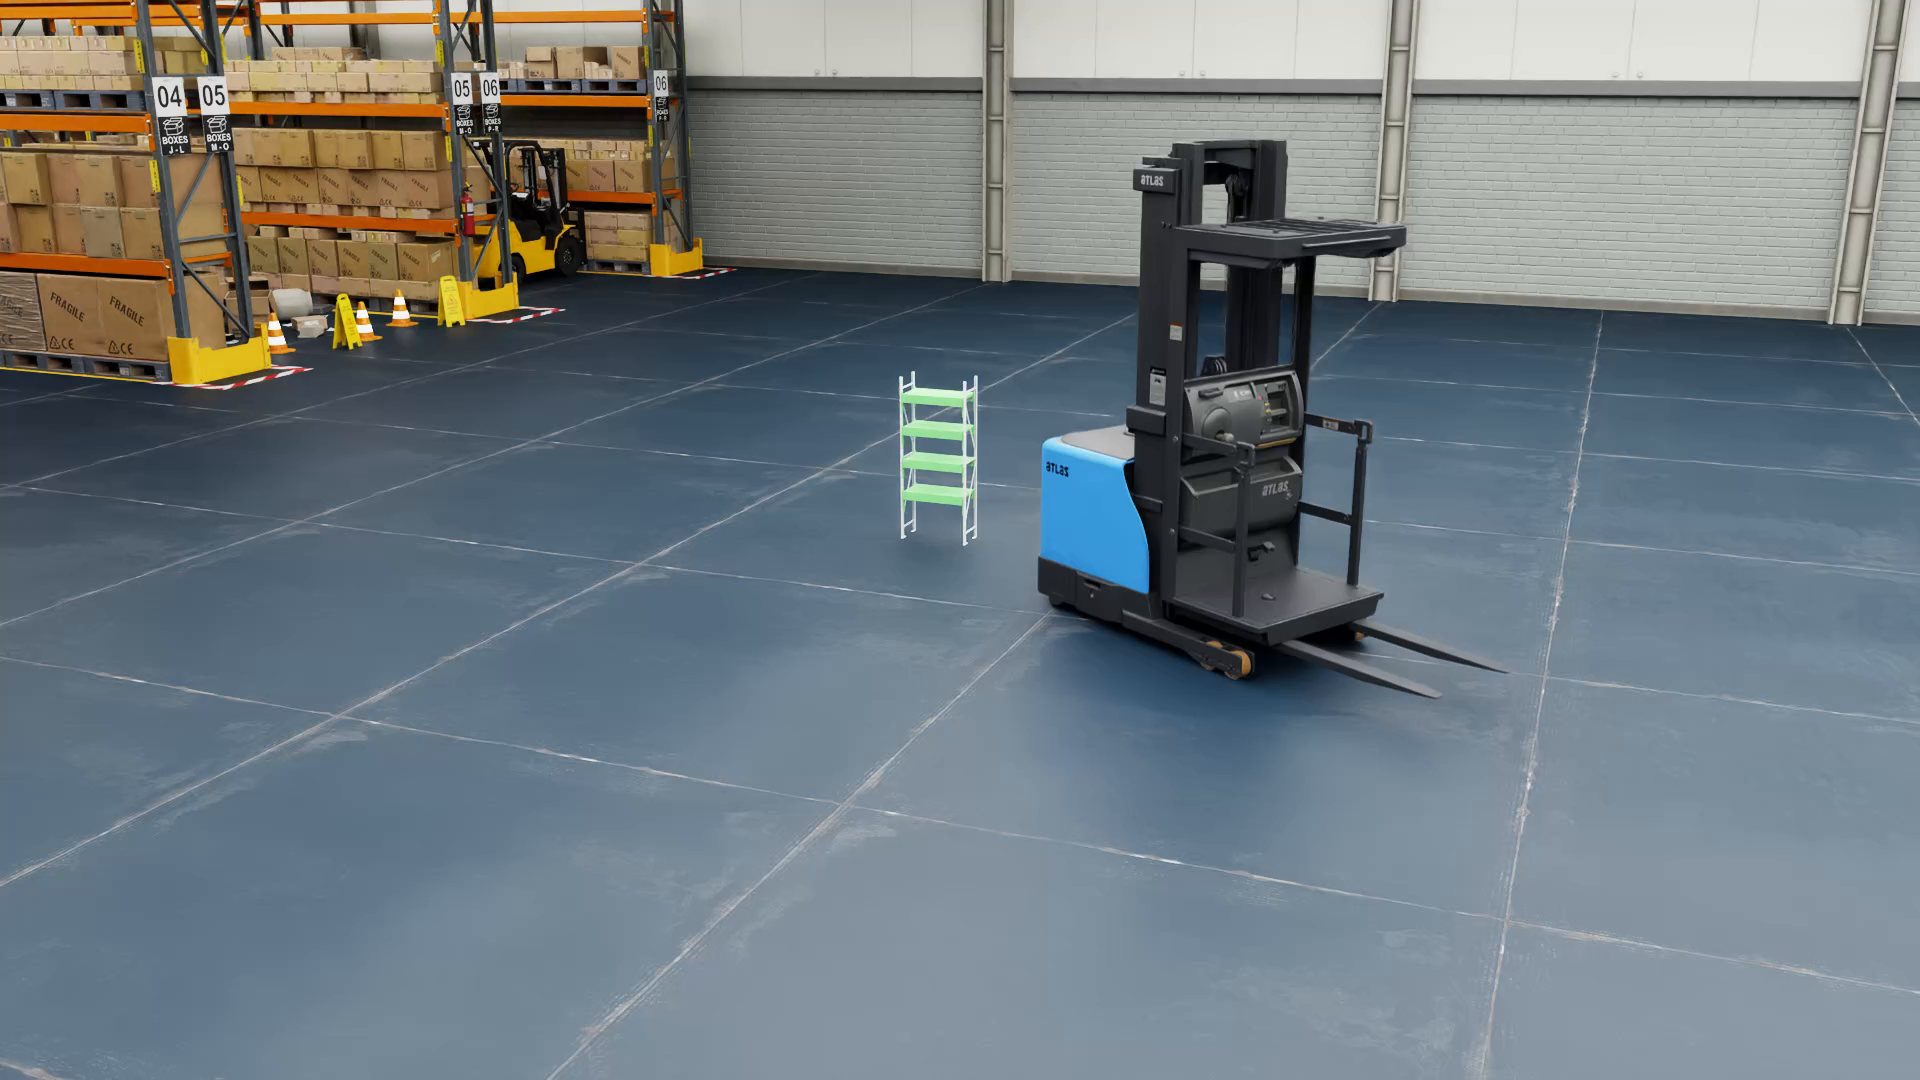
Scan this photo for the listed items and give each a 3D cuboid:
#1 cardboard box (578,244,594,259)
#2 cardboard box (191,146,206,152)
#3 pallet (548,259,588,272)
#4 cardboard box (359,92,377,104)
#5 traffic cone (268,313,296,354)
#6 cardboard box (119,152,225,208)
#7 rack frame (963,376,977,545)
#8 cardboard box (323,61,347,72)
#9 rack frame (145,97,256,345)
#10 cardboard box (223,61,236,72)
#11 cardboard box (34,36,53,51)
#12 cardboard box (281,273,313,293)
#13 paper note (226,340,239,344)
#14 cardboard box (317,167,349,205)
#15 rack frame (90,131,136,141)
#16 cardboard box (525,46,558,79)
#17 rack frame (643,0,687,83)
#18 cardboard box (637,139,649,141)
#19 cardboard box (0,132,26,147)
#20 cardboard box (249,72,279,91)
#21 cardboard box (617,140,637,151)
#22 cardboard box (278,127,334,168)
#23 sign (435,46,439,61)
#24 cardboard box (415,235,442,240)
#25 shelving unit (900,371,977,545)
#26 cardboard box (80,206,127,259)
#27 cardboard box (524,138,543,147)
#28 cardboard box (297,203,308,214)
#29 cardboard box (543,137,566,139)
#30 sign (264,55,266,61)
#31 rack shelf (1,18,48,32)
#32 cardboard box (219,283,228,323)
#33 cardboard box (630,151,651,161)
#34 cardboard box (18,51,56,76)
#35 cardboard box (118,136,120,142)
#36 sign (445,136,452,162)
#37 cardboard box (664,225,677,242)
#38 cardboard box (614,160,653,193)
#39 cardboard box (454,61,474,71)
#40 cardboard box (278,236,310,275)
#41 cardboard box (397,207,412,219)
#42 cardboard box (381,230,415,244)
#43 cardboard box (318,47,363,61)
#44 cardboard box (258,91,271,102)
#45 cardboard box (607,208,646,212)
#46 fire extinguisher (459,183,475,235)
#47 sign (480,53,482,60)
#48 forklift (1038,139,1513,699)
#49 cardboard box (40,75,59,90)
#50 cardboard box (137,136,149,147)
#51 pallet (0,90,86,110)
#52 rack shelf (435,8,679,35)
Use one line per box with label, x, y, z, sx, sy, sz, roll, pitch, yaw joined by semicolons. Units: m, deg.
cardboard box;-6.153;-4.817;27.563;0.500;0.250;0.500;6;17;21
cardboard box;-10.732;-5.364;23.805;0.500;0.500;0.500;6;17;20
pallet;-6.537;-4.716;28.039;1.213;0.211;1.003;6;17;21
cardboard box;-7.870;-5.968;22.421;0.250;0.149;0.380;6;17;20
traffic cone;-8.192;-2.485;19.903;0.334;0.463;0.336;6;17;21
cardboard box;-8.550;-3.919;18.087;0.550;0.550;0.875;6;17;21
rack frame;0.073;-0.568;11.979;0.015;1.200;0.240;6;17;21
cardboard box;-8.359;-6.384;22.423;0.250;0.149;0.380;7;18;22
rack frame;-8.219;-3.281;18.094;0.127;3.000;1.000;6;17;21
cardboard box;-10.044;-6.570;23.064;0.250;0.149;0.380;6;17;20
cardboard box;-9.600;-5.284;17.701;0.250;0.149;0.380;6;17;21
cardboard box;-9.267;-3.683;23.658;0.500;0.250;0.500;7;18;24
paper note;-9.016;-2.450;20.562;0.142;0.017;0.144;14;21;40
cardboard box;-8.495;-4.911;22.996;0.500;0.500;0.500;6;17;21
rack frame;-15.842;-7.090;31.215;0.127;3.000;1.000;6;17;21
cardboard box;-6.626;-7.785;27.111;0.637;0.503;0.797;7;18;22
rack frame;-4.679;-8.743;26.151;0.127;3.000;1.000;6;17;21
cardboard box;-5.137;-6.498;27.300;0.250;0.149;0.380;7;18;23
cardboard box;-14.516;-5.906;25.165;0.500;0.500;0.500;6;17;19
cardboard box;-9.426;-6.329;22.949;0.500;0.250;0.500;6;17;20
cardboard box;-5.330;-6.364;26.838;0.250;0.149;0.380;6;17;21
cardboard box;-8.964;-5.437;23.017;0.500;0.500;0.700;6;17;19
sign;-8.590;-7.970;27.374;0.005;0.325;0.100;6;17;21
cardboard box;-7.656;-4.025;23.491;0.500;0.500;0.500;6;17;19
shelving unit;-0.154;-0.593;12.065;0.503;1.200;0.258;6;17;21
cardboard box;-9.100;-3.429;18.337;0.550;0.550;0.875;6;17;21
cardboard box;-6.985;-6.553;27.490;0.250;0.149;0.380;6;17;20
cardboard box;-9.053;-4.663;23.305;0.250;0.149;0.380;6;17;20
cardboard box;-6.813;-6.680;27.928;0.250;0.149;0.380;6;17;20
sign;-10.026;-6.814;23.958;0.005;0.325;0.100;6;17;21
rack shelf;-15.799;-7.941;25.395;4.000;0.370;1.077;6;17;21
cardboard box;-9.933;-3.058;21.560;0.503;0.637;0.797;6;17;21
cardboard box;-5.104;-6.185;26.755;0.250;0.149;0.380;7;17;21
cardboard box;-9.708;-5.122;17.860;0.500;0.250;0.500;6;17;20
cardboard box;-14.992;-7.179;30.590;0.500;0.500;0.700;6;17;21
sign;-6.719;-5.141;21.857;0.005;0.325;0.100;6;17;21
cardboard box;-5.040;-5.086;27.593;0.500;0.250;0.500;7;17;22
cardboard box;-5.233;-5.893;26.912;0.500;0.500;0.500;6;17;19
cardboard box;-6.752;-6.367;22.364;0.250;0.149;0.380;6;17;20
cardboard box;-9.266;-4.043;23.554;0.500;0.500;0.500;7;18;23
cardboard box;-7.430;-4.466;22.627;0.250;0.149;0.380;6;17;20
cardboard box;-7.704;-4.162;22.800;0.250;0.149;0.380;7;18;22
cardboard box;-10.590;-8.178;28.470;0.500;0.500;0.500;7;17;22
cardboard box;-9.524;-6.170;23.118;0.250;0.149;0.380;6;17;21
cardboard box;-5.523;-5.372;27.684;0.500;0.250;0.500;6;17;21
fire extinguisher;-6.559;-4.406;22.110;0.183;0.674;0.296;6;17;21
sign;-8.198;-8.143;28.392;0.005;0.325;0.100;6;17;21
forklift;1.798;-0.771;9.573;1.130;2.935;3.031;-12;20;-36
cardboard box;-9.600;-4.900;17.811;0.250;0.149;0.380;6;17;20
cardboard box;-11.640;-5.766;24.024;0.250;0.149;0.380;6;17;18
pallet;-10.052;-4.876;18.368;1.213;0.211;1.003;6;17;21
rack shelf;-6.539;-8.410;27.011;4.000;0.370;1.077;6;17;21
